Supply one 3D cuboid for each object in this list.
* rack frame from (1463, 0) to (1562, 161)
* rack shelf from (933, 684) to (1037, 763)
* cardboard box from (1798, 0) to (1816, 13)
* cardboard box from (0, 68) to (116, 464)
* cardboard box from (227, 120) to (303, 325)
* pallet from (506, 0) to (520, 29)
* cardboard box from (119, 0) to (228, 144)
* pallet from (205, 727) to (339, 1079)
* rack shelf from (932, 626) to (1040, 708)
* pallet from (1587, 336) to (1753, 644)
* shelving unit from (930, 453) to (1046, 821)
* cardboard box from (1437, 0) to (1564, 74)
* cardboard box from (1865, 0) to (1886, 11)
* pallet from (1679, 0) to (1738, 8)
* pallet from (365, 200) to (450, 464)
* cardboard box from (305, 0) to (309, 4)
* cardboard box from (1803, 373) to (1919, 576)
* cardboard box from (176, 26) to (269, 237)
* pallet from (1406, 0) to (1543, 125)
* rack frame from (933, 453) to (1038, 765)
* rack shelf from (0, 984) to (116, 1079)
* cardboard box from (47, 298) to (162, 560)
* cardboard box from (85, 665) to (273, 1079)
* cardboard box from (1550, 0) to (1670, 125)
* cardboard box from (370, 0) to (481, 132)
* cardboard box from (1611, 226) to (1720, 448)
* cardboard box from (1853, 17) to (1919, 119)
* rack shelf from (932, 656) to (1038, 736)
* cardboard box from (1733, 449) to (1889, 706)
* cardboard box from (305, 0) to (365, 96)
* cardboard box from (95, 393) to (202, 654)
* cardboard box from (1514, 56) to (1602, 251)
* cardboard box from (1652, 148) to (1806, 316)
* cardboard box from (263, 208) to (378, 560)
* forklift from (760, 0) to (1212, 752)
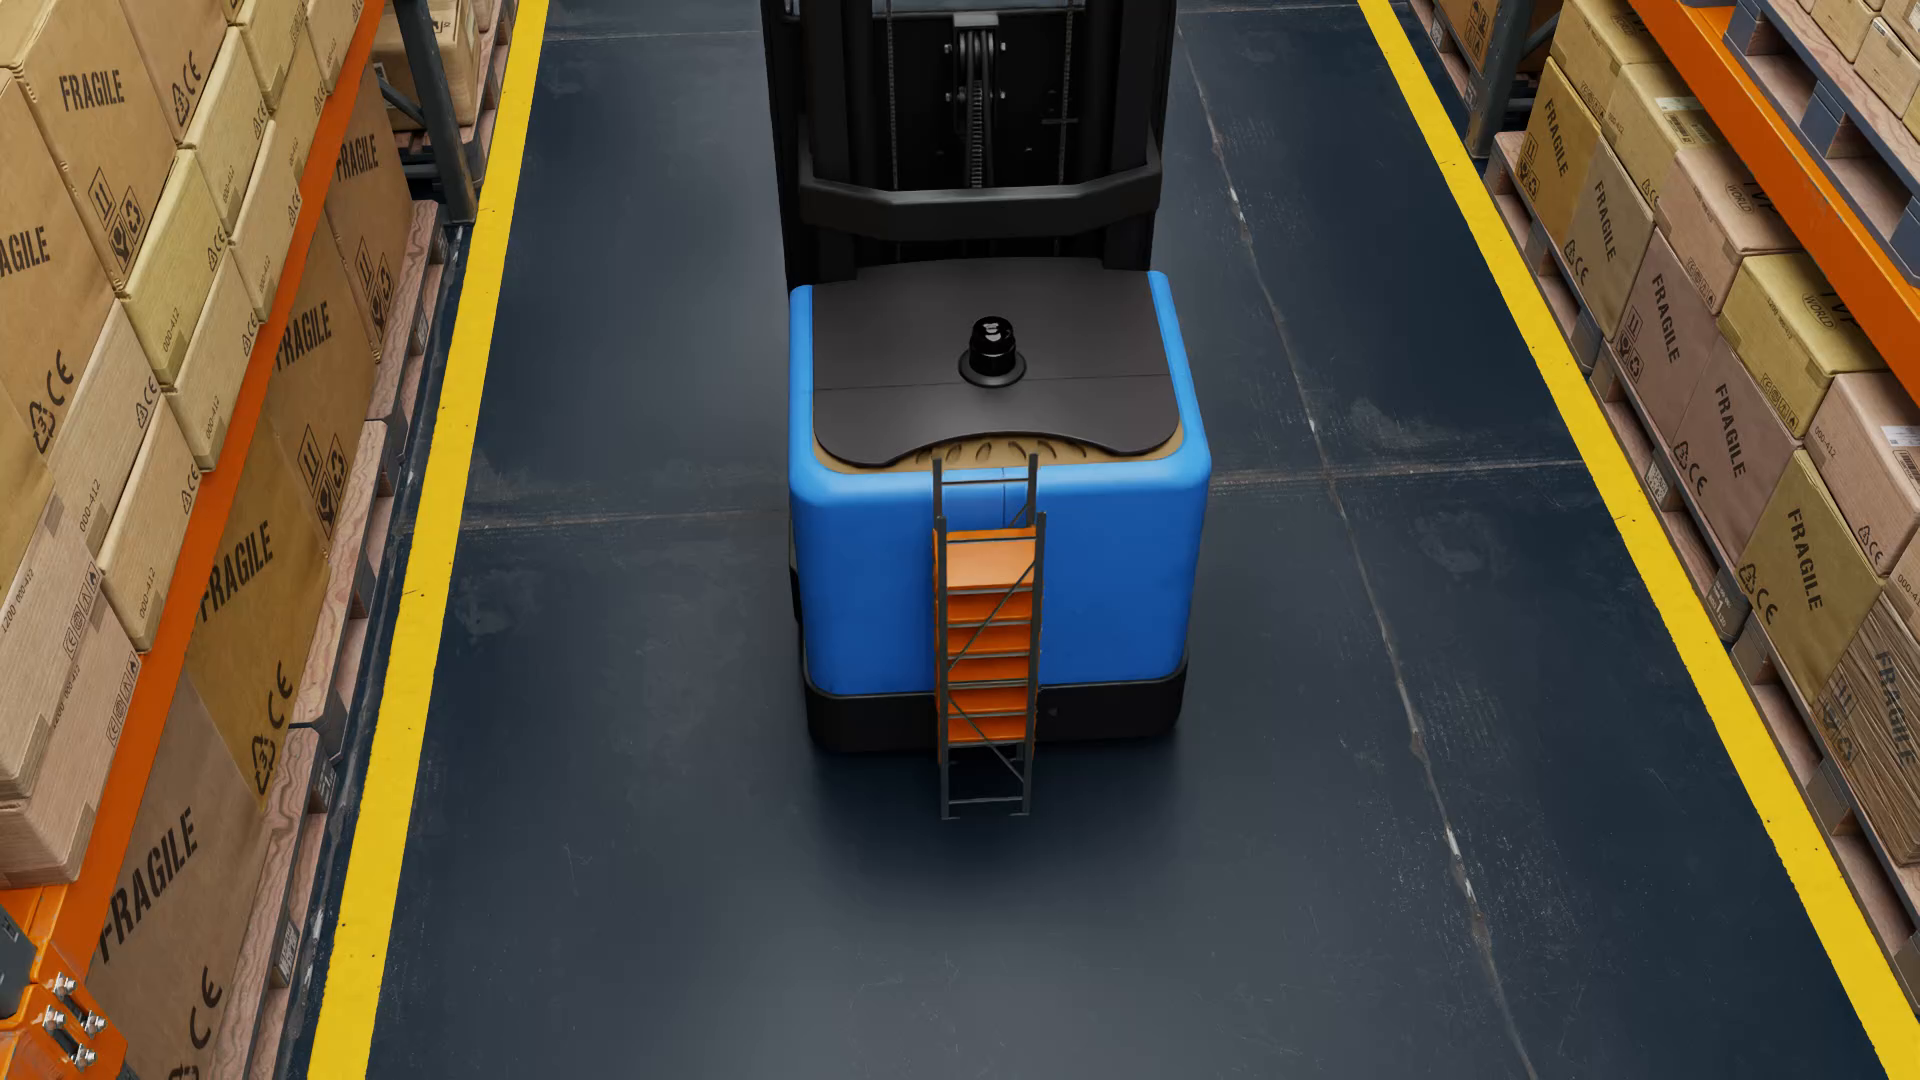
[{"bbox_3d":[2.555,-2.633,5.677,1.000,3.000,0.127,-3,47,-3],"label":"rack frame"},{"bbox_3d":[0.063,0.475,4.363,0.258,0.103,0.180,-3,47,-3],"label":"rack shelf"},{"bbox_3d":[2.486,-1.578,4.562,0.380,0.149,0.250,-2,47,-2],"label":"cardboard box"},{"bbox_3d":[-1.855,-0.445,2.848,0.500,0.500,0.500,-4,47,-4],"label":"cardboard box"},{"bbox_3d":[-1.912,-0.756,4.003,0.500,0.250,0.500,-4,47,-4],"label":"cardboard box"},{"bbox_3d":[-2.532,-2.746,7.705,1.003,0.211,1.213,-3,47,-3],"label":"pallet"},{"bbox_3d":[-1.944,-1.182,3.546,0.500,0.500,0.500,-4,47,-4],"label":"cardboard box"},{"bbox_3d":[-2.174,1.041,4.119,1.003,0.211,1.213,-3,47,-3],"label":"pallet"},{"bbox_3d":[0.063,0.313,4.187,0.258,0.103,0.180,-3,47,-3],"label":"rack shelf"},{"bbox_3d":[2.718,-0.228,5.320,1.003,0.211,1.213,-3,47,-3],"label":"pallet"},{"bbox_3d":[0.063,0.283,4.154,0.258,1.200,0.189,-3,47,-3],"label":"shelving unit"},{"bbox_3d":[2.594,-2.449,6.764,1.050,0.750,0.750,-4,47,-4],"label":"cardboard box"},{"bbox_3d":[2.505,-1.499,4.283,0.380,0.149,0.250,-4,47,-4],"label":"cardboard box"},{"bbox_3d":[2.721,-2.057,5.265,1.213,0.211,1.003,-3,47,-3],"label":"pallet"},{"bbox_3d":[-2.378,-0.725,5.791,1.003,0.211,1.213,-3,47,-3],"label":"pallet"},{"bbox_3d":[-2.029,-1.673,4.528,0.500,0.250,0.500,-5,47,-4],"label":"cardboard box"},{"bbox_3d":[2.546,-0.177,4.268,0.500,0.250,0.500,-1,47,-1],"label":"cardboard box"},{"bbox_3d":[-1.922,-0.928,3.822,0.500,0.250,0.500,-5,47,-4],"label":"cardboard box"},{"bbox_3d":[2.564,-2.249,7.234,1.003,0.211,1.213,-3,47,-3],"label":"pallet"},{"bbox_3d":[0.057,0.215,4.216,0.240,1.200,0.006,-3,47,-3],"label":"rack frame"},{"bbox_3d":[-1.867,2.330,1.473,1.077,0.370,4.000,-3,47,-3],"label":"rack shelf"},{"bbox_3d":[-1.862,-0.196,3.129,0.500,0.250,0.500,-3,47,-3],"label":"cardboard box"},{"bbox_3d":[-2.166,0.778,3.621,0.875,0.875,0.875,-2,47,-2],"label":"cardboard box"},{"bbox_3d":[2.372,-1.662,5.674,0.500,0.250,0.500,-5,47,-5],"label":"cardboard box"},{"bbox_3d":[-2.406,-1.909,6.512,0.950,0.372,0.625,-6,47,-6],"label":"cardboard box"},{"bbox_3d":[2.453,-0.656,5.237,0.500,0.500,0.500,-5,47,-4],"label":"cardboard box"},{"bbox_3d":[2.525,-1.207,4.211,0.380,0.149,0.250,-5,47,-5],"label":"cardboard box"},{"bbox_3d":[0.063,0.394,4.275,0.258,0.103,0.180,-3,47,-3],"label":"rack shelf"},{"bbox_3d":[2.535,0.085,4.536,0.500,0.500,0.500,-4,47,-4],"label":"cardboard box"},{"bbox_3d":[-2.009,-1.488,4.697,0.500,0.250,0.500,-3,47,-3],"label":"cardboard box"},{"bbox_3d":[-1.853,-0.022,3.308,0.500,0.250,0.500,-5,47,-4],"label":"cardboard box"},{"bbox_3d":[2.360,-1.390,5.933,0.500,0.500,0.500,-5,47,-5],"label":"cardboard box"},{"bbox_3d":[2.443,-0.936,4.986,0.500,0.250,0.500,-3,47,-3],"label":"cardboard box"},{"bbox_3d":[-2.323,-0.522,4.853,0.875,0.875,0.875,-3,47,-3],"label":"cardboard box"},{"bbox_3d":[0.007,-1.489,4.641,1.130,2.935,3.031,-3,47,-3],"label":"forklift"}]
